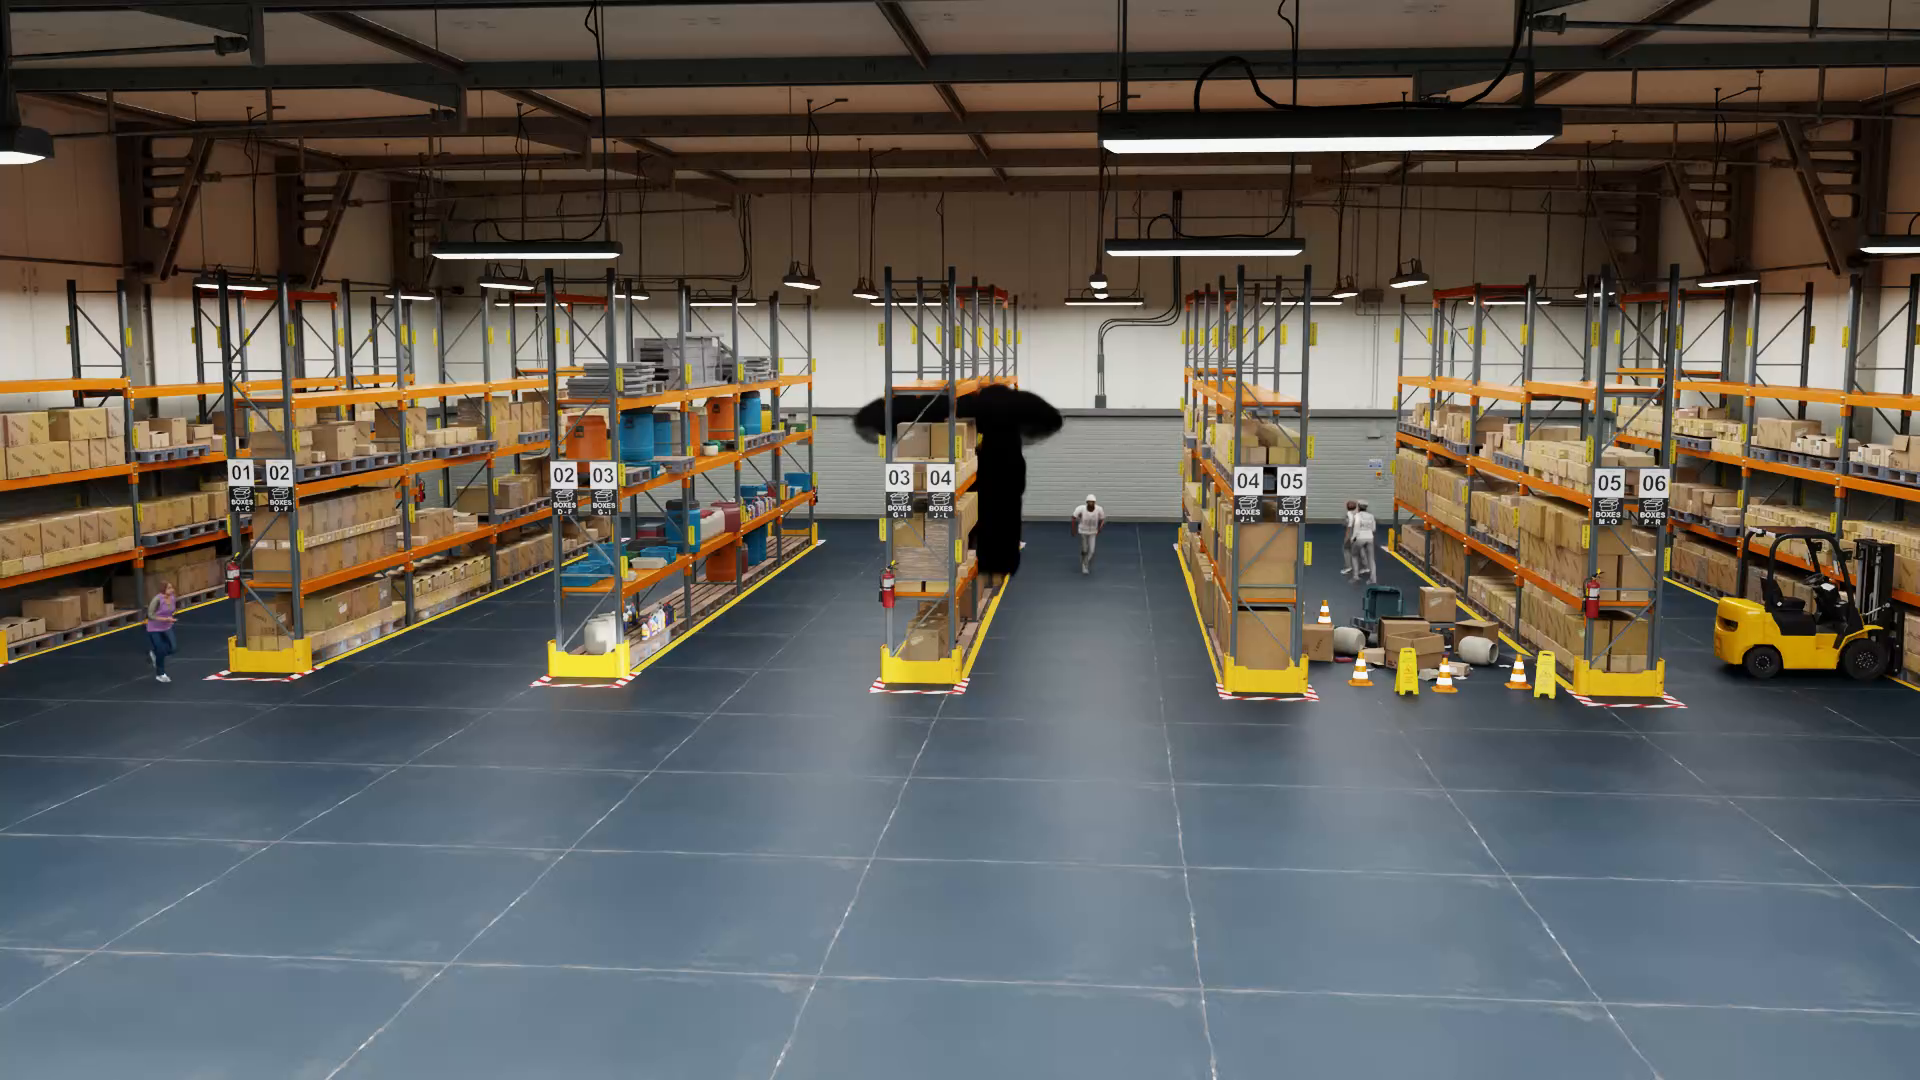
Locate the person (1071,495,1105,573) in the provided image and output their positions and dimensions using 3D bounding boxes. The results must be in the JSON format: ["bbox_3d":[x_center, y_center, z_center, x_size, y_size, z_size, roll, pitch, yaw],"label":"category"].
[{"bbox_3d":[2.746,-0.143,35.527,0.694,1.692,0.647,-2,7,-12],"label":"person"}]

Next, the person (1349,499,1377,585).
[{"bbox_3d":[7.815,0.059,32.171,0.597,1.645,0.933,-1,7,-9],"label":"person"}]

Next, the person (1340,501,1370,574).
[{"bbox_3d":[8.348,-0.038,35.175,0.533,1.566,0.904,-3,8,-22],"label":"person"}]

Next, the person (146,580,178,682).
[{"bbox_3d":[-11.601,1.326,24.228,0.660,1.528,0.522,4,8,31],"label":"person"}]
